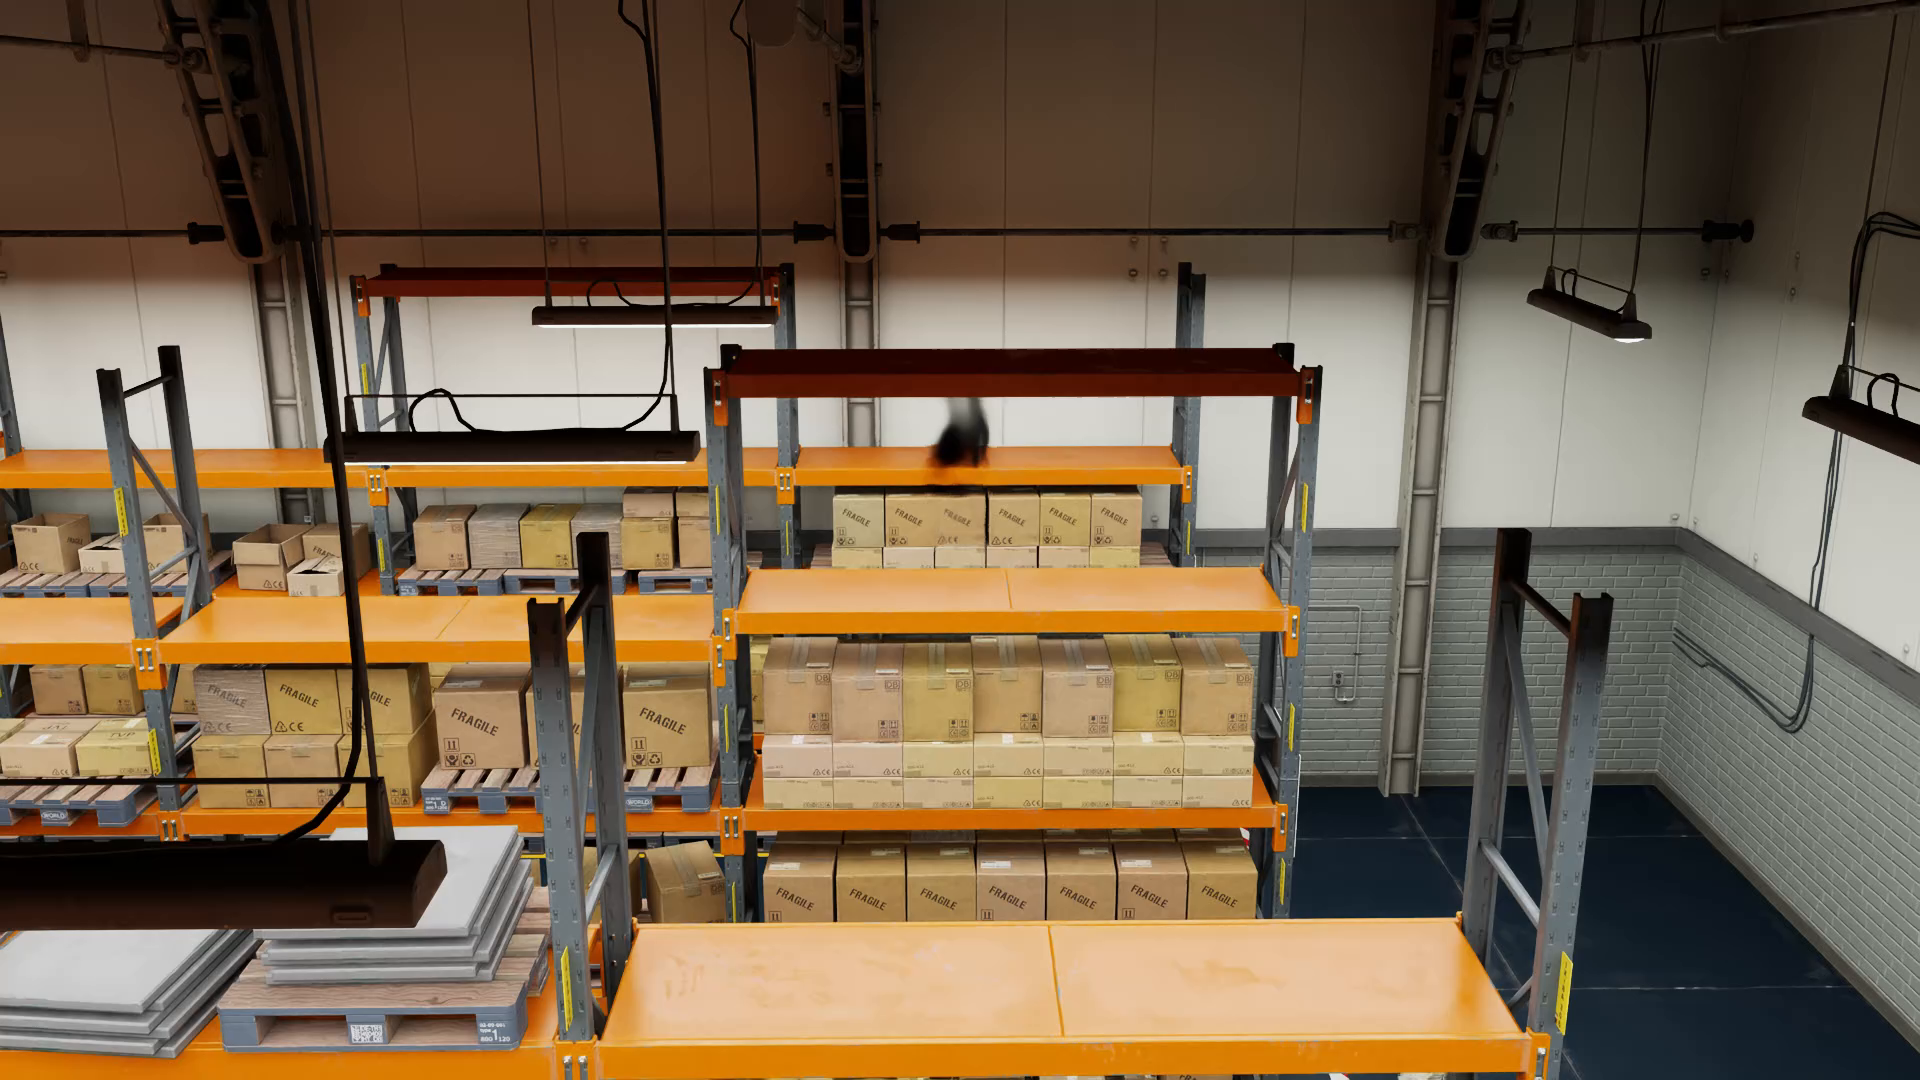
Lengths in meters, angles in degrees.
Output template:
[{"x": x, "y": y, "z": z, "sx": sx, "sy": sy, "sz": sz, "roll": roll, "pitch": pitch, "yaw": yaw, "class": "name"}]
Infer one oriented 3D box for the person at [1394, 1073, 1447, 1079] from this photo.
[{"x": 3.428, "y": 4.005, "z": 11.938, "sx": 0.631, "sy": 1.691, "sz": 0.384, "roll": -2, "pitch": 16, "yaw": -7, "class": "person"}]
